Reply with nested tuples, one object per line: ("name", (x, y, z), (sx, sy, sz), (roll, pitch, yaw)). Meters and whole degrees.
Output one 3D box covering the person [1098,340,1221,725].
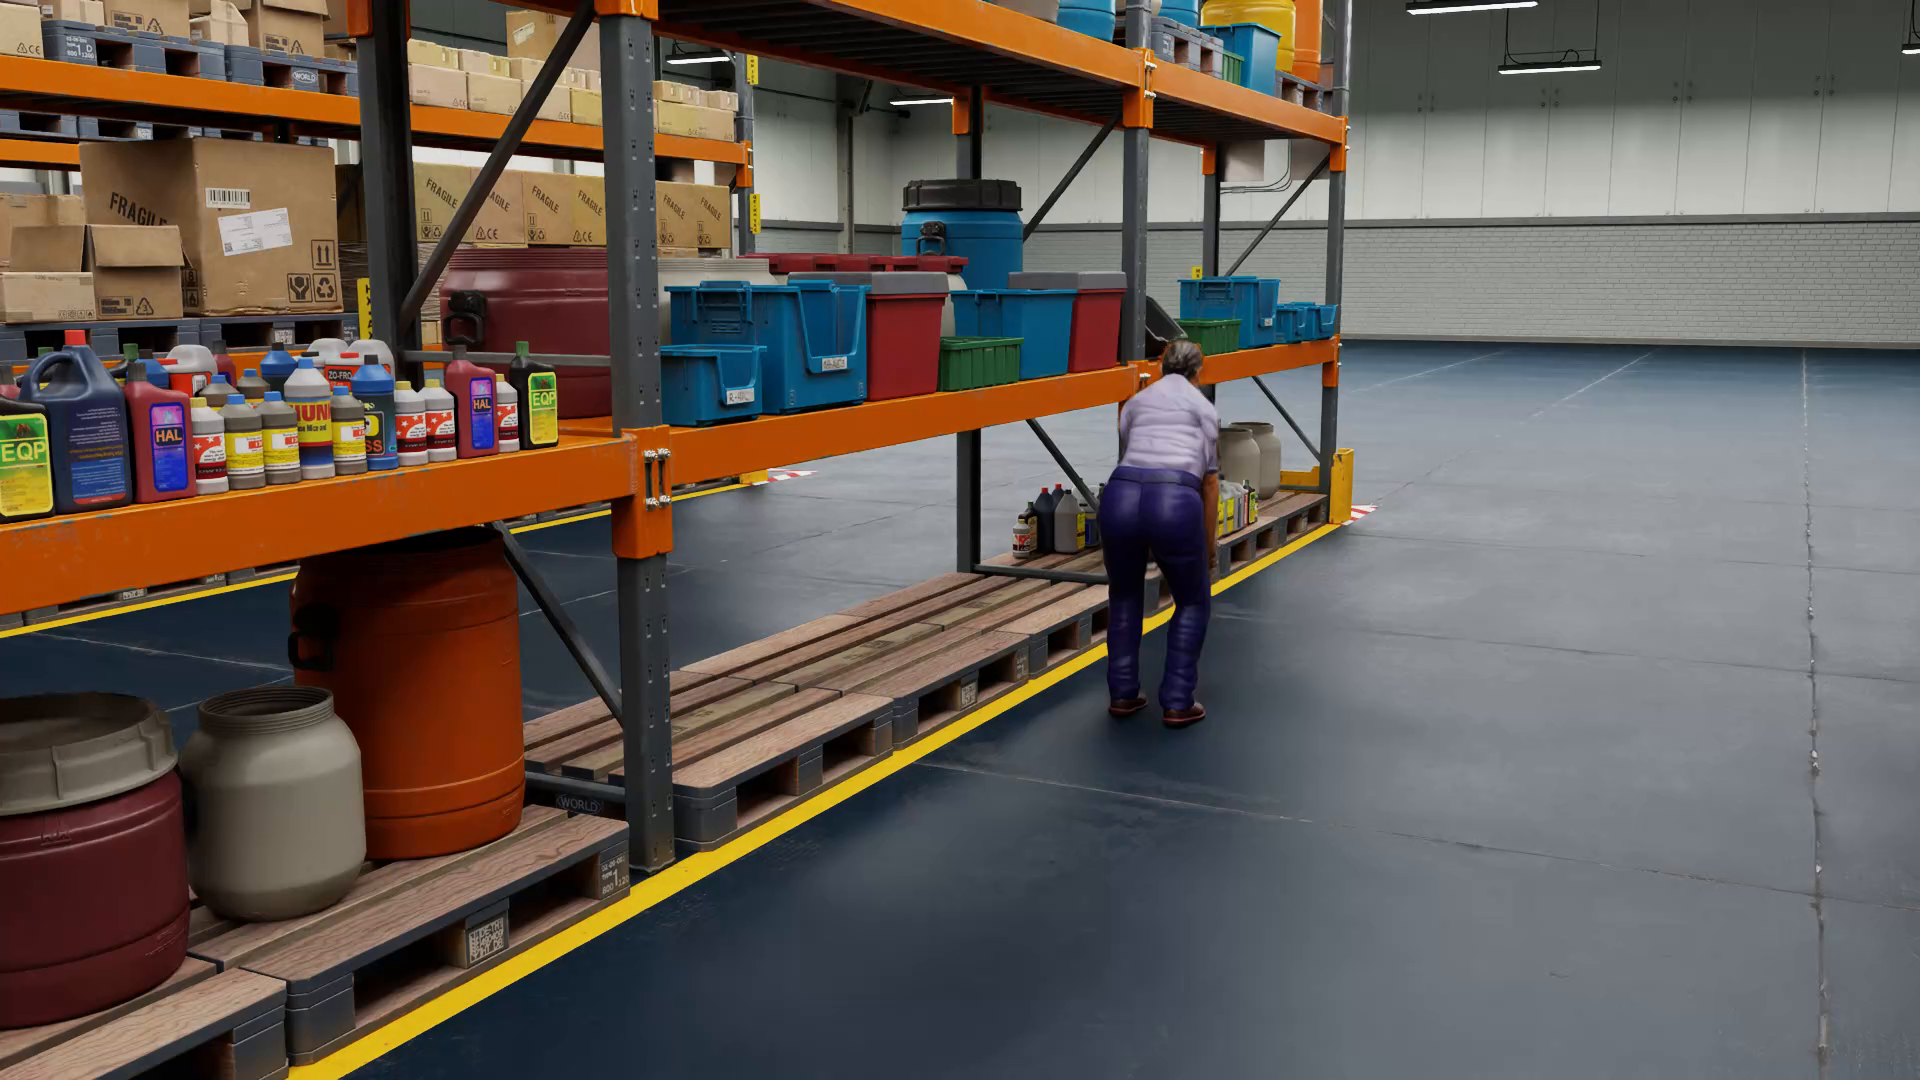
("person", (0.819, -0.040, 6.664), (0.436, 1.497, 0.674), (4, 10, 25))
